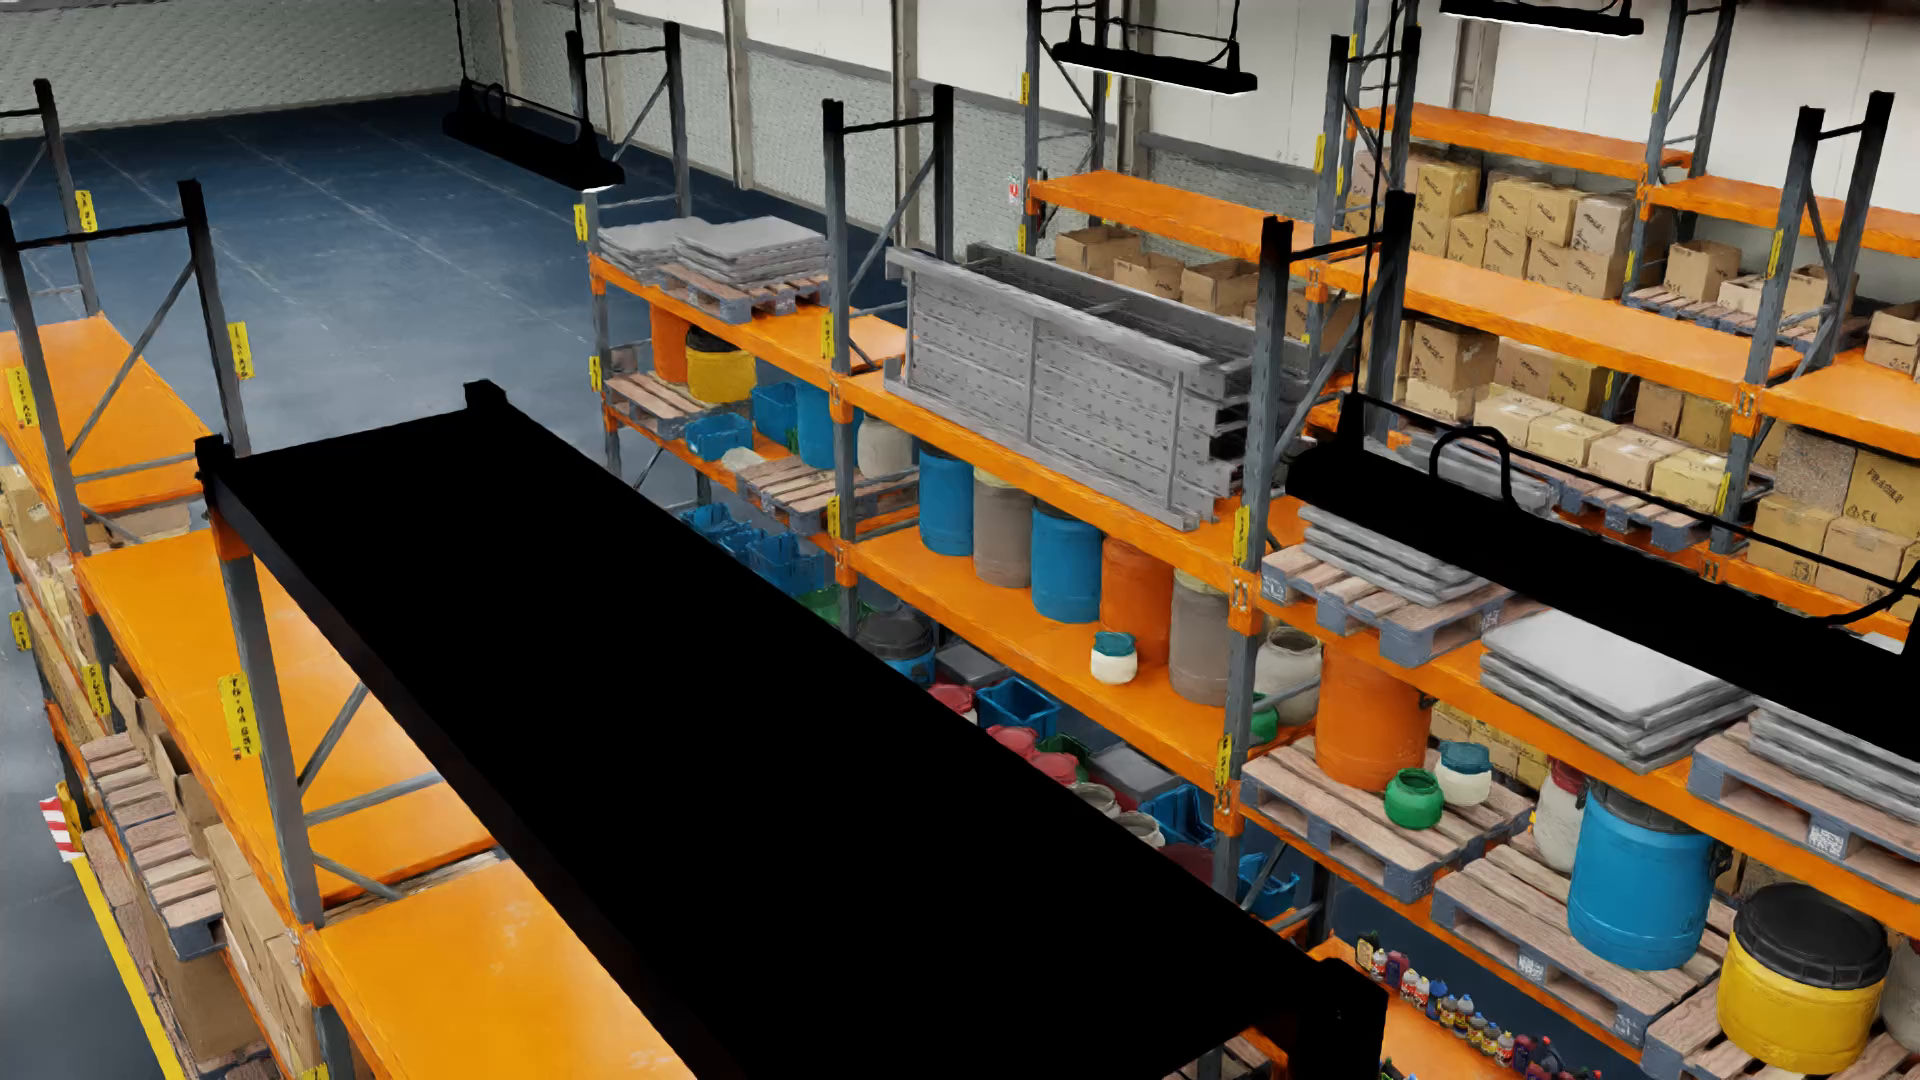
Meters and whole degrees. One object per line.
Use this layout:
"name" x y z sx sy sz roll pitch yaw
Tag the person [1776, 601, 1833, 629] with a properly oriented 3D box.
"person" 7.766 0.708 15.342 0.574 1.769 0.447 12 28 25
